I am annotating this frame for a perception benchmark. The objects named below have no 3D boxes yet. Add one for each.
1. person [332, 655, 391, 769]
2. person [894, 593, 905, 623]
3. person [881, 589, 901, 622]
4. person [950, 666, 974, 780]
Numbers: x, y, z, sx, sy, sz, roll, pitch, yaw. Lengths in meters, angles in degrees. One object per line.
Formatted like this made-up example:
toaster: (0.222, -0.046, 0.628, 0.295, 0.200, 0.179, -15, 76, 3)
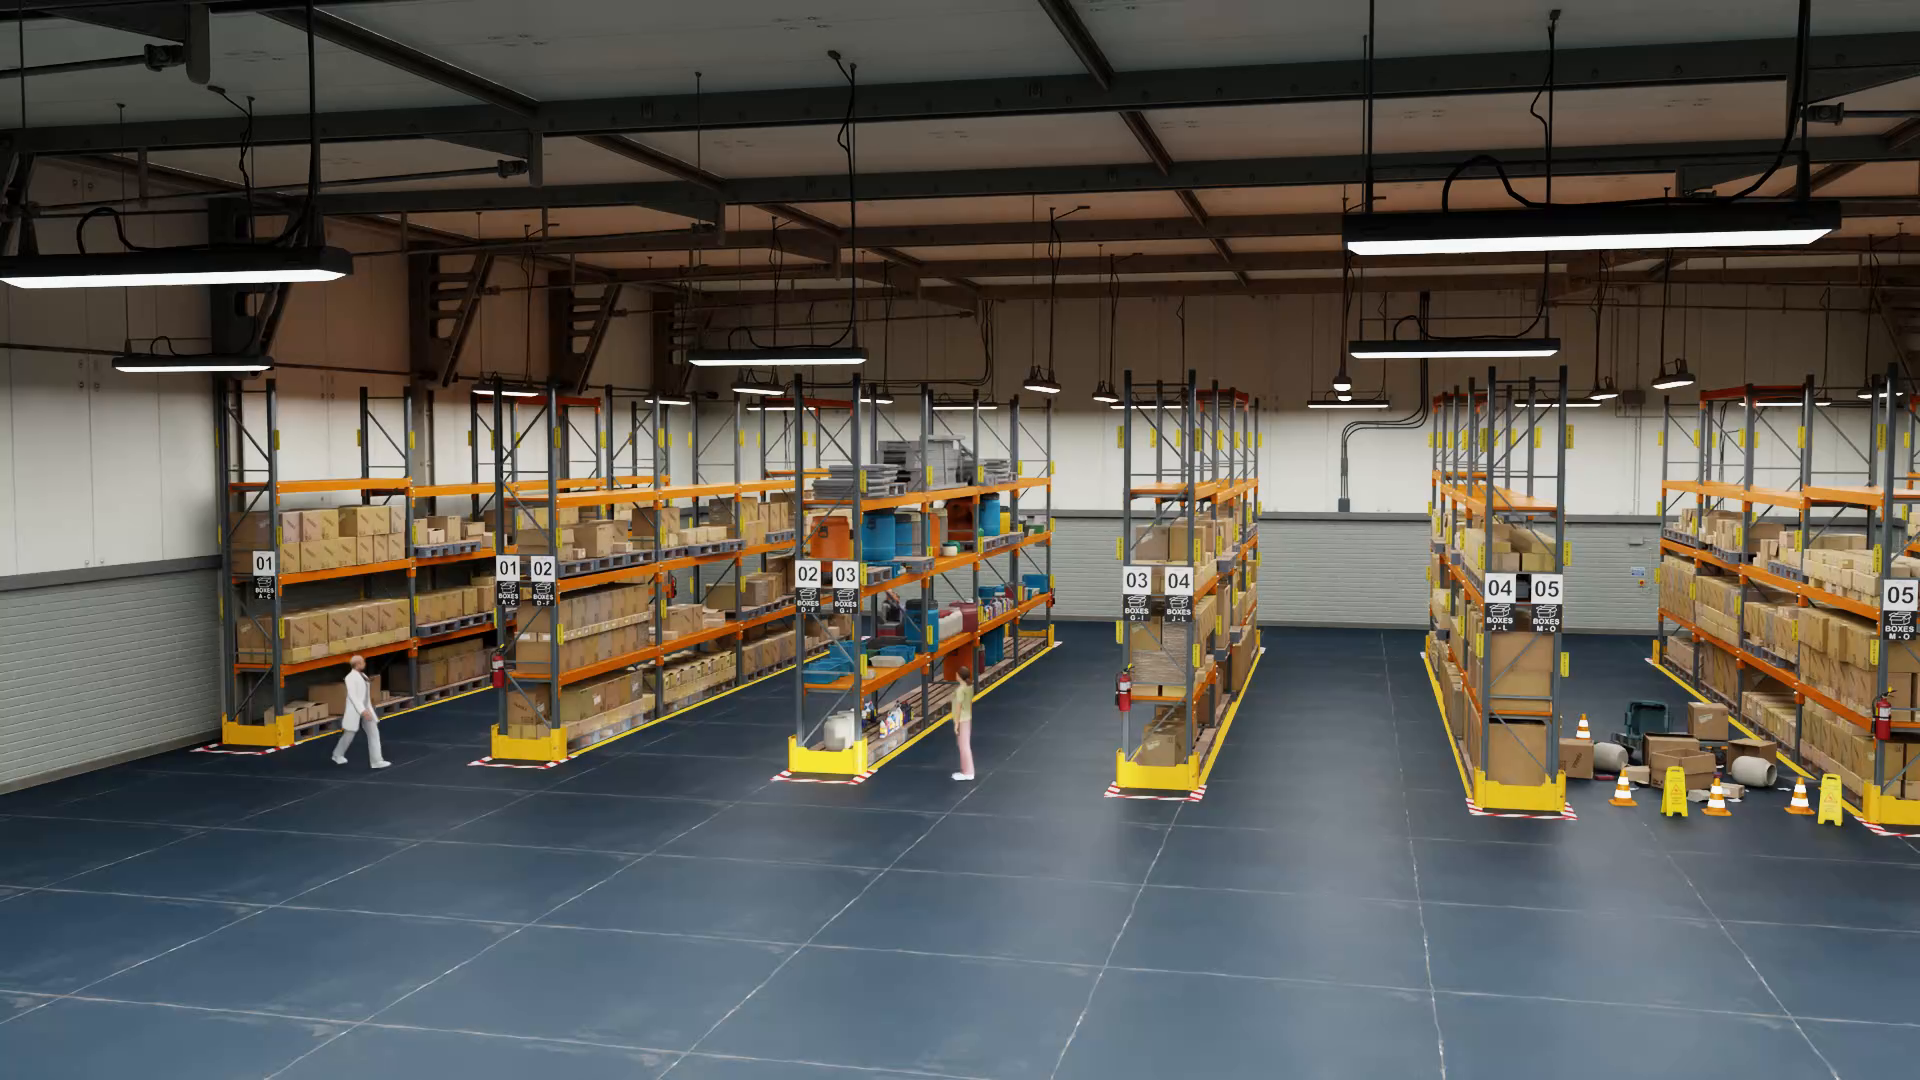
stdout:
person: (-9.161, 2.619, 25.334, 1.116, 1.736, 0.523, 2, 4, 33)
person: (-1.461, 1.976, 37.107, 0.486, 1.577, 1.043, 2, 4, 29)
person: (-1.454, 1.948, 36.456, 0.520, 1.742, 0.576, 1, 4, 21)
person: (0.032, 2.701, 24.492, 0.367, 1.687, 0.479, 0, 3, 8)
